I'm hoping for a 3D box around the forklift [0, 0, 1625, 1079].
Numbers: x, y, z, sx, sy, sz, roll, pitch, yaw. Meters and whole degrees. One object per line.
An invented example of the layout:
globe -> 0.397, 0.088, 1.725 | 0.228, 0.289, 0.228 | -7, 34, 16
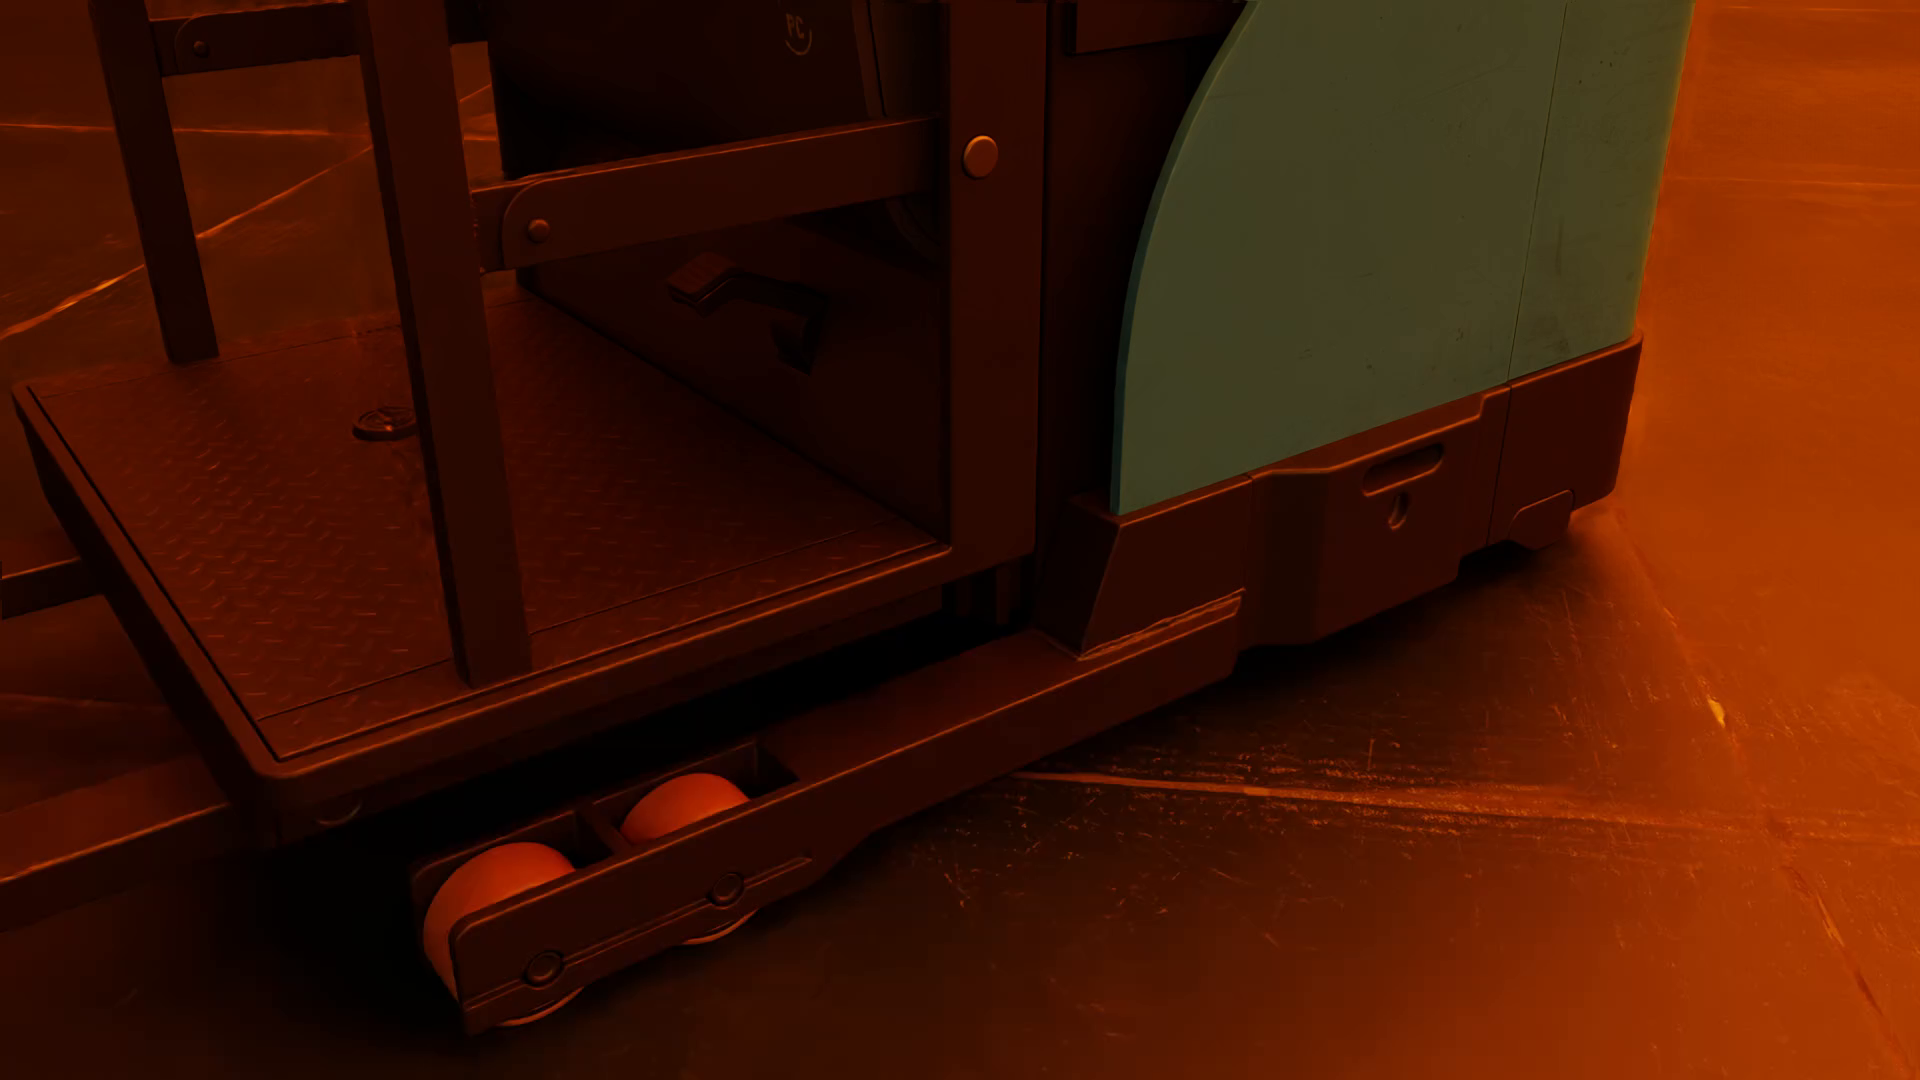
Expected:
forklift -> -0.419, -1.084, 1.389 | 1.130, 2.935, 3.031 | 23, 34, 38
